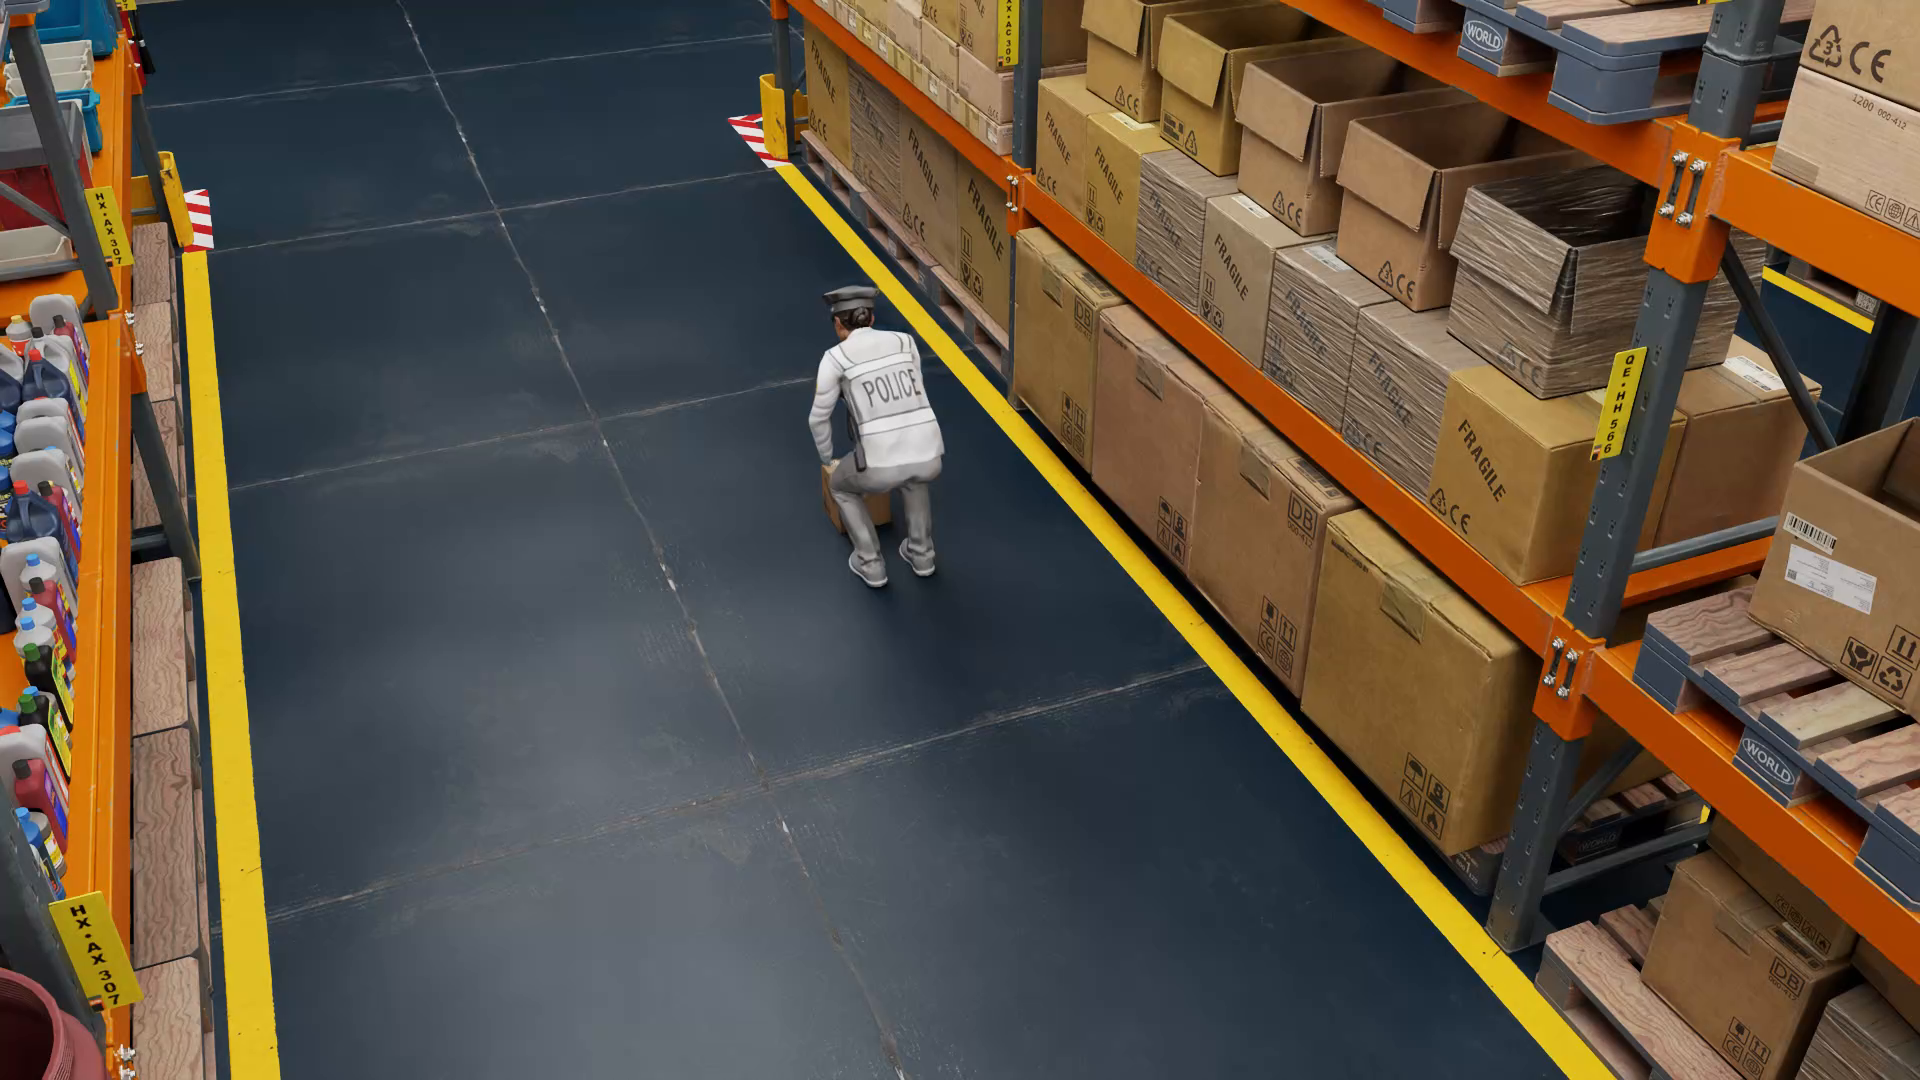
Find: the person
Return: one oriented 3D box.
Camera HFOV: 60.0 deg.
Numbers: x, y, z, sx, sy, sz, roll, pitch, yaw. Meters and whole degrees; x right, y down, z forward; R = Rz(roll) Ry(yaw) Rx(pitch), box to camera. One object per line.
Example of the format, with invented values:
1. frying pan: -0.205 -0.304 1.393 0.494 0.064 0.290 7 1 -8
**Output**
1. person: -0.369 -0.436 7.163 0.531 1.263 0.754 -12 36 -18
